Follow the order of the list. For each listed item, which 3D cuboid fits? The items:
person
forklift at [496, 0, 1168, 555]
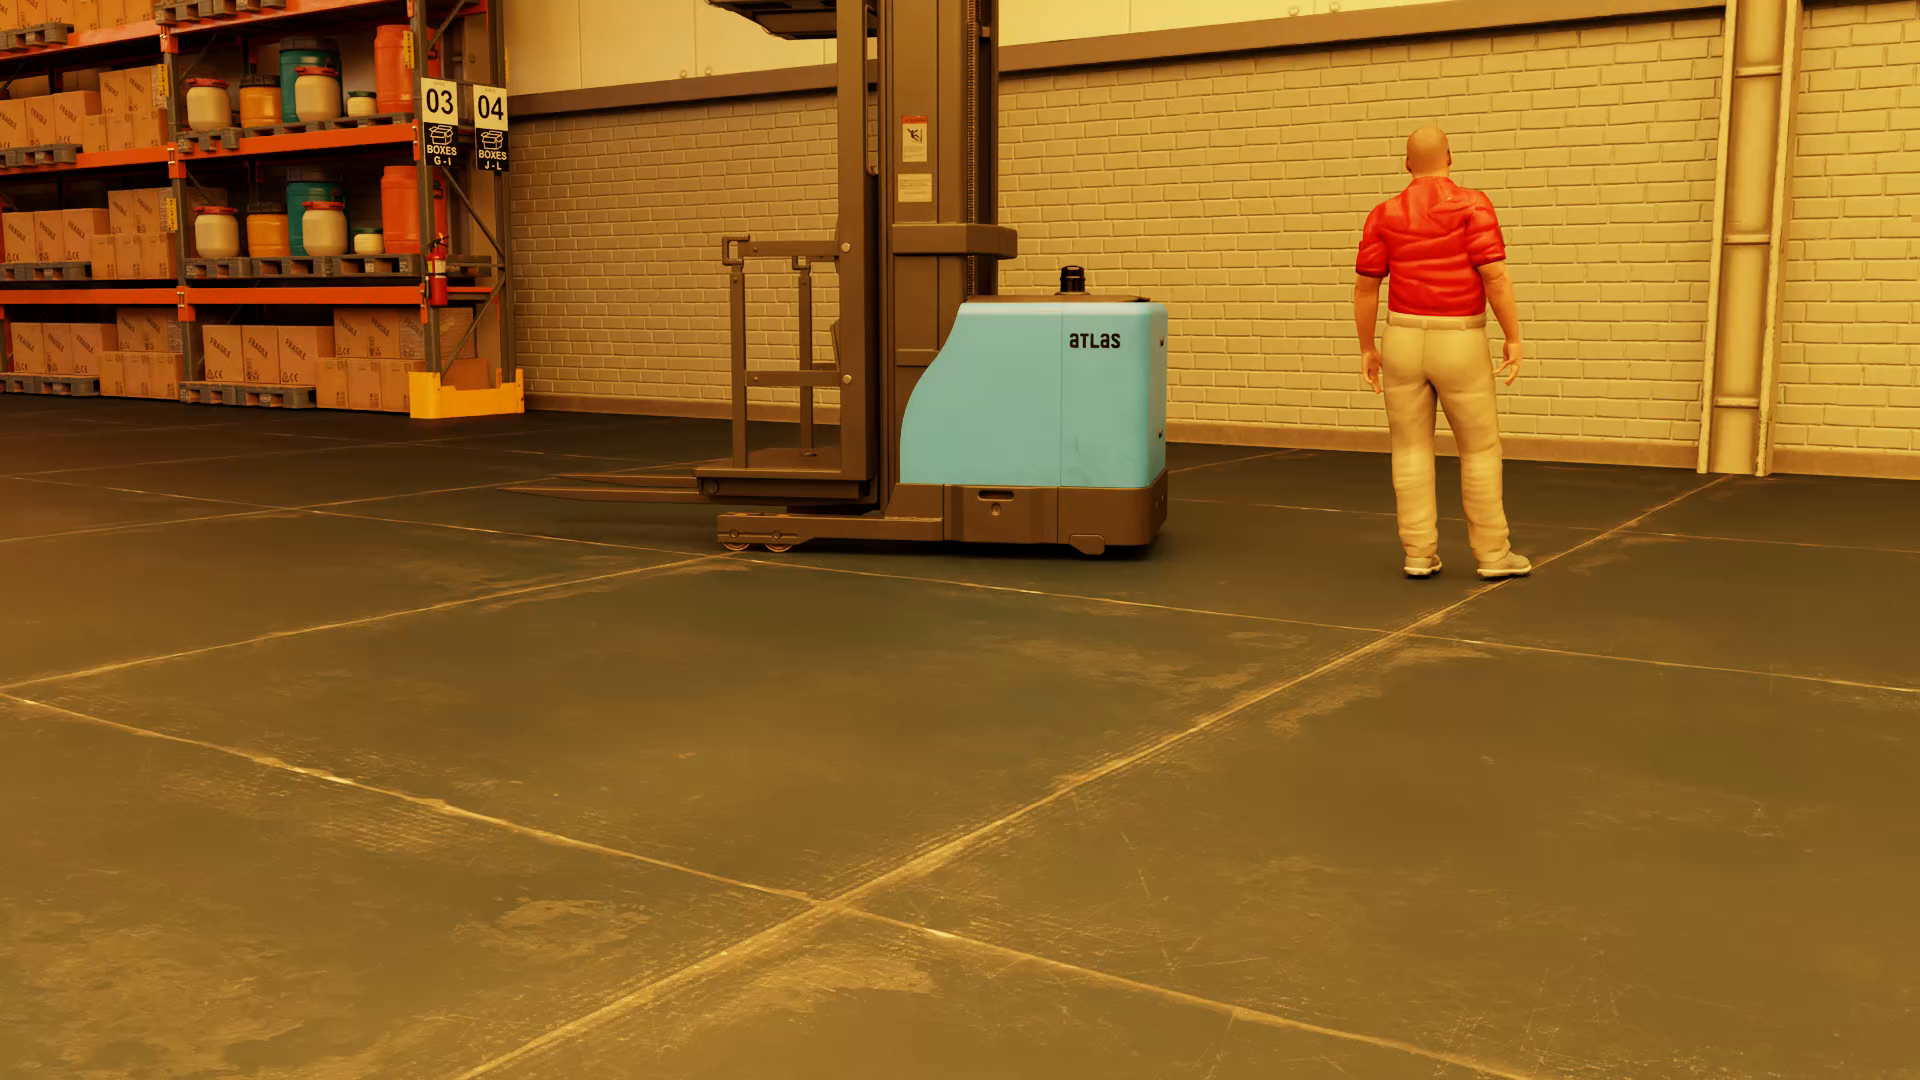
[{"bbox_3d":[1.892,-0.723,6.494,0.642,1.727,0.551,5,10,33],"label":"person"},{"bbox_3d":[-0.596,-1.469,7.520,3.031,2.935,1.130,2,8,12],"label":"forklift"}]
